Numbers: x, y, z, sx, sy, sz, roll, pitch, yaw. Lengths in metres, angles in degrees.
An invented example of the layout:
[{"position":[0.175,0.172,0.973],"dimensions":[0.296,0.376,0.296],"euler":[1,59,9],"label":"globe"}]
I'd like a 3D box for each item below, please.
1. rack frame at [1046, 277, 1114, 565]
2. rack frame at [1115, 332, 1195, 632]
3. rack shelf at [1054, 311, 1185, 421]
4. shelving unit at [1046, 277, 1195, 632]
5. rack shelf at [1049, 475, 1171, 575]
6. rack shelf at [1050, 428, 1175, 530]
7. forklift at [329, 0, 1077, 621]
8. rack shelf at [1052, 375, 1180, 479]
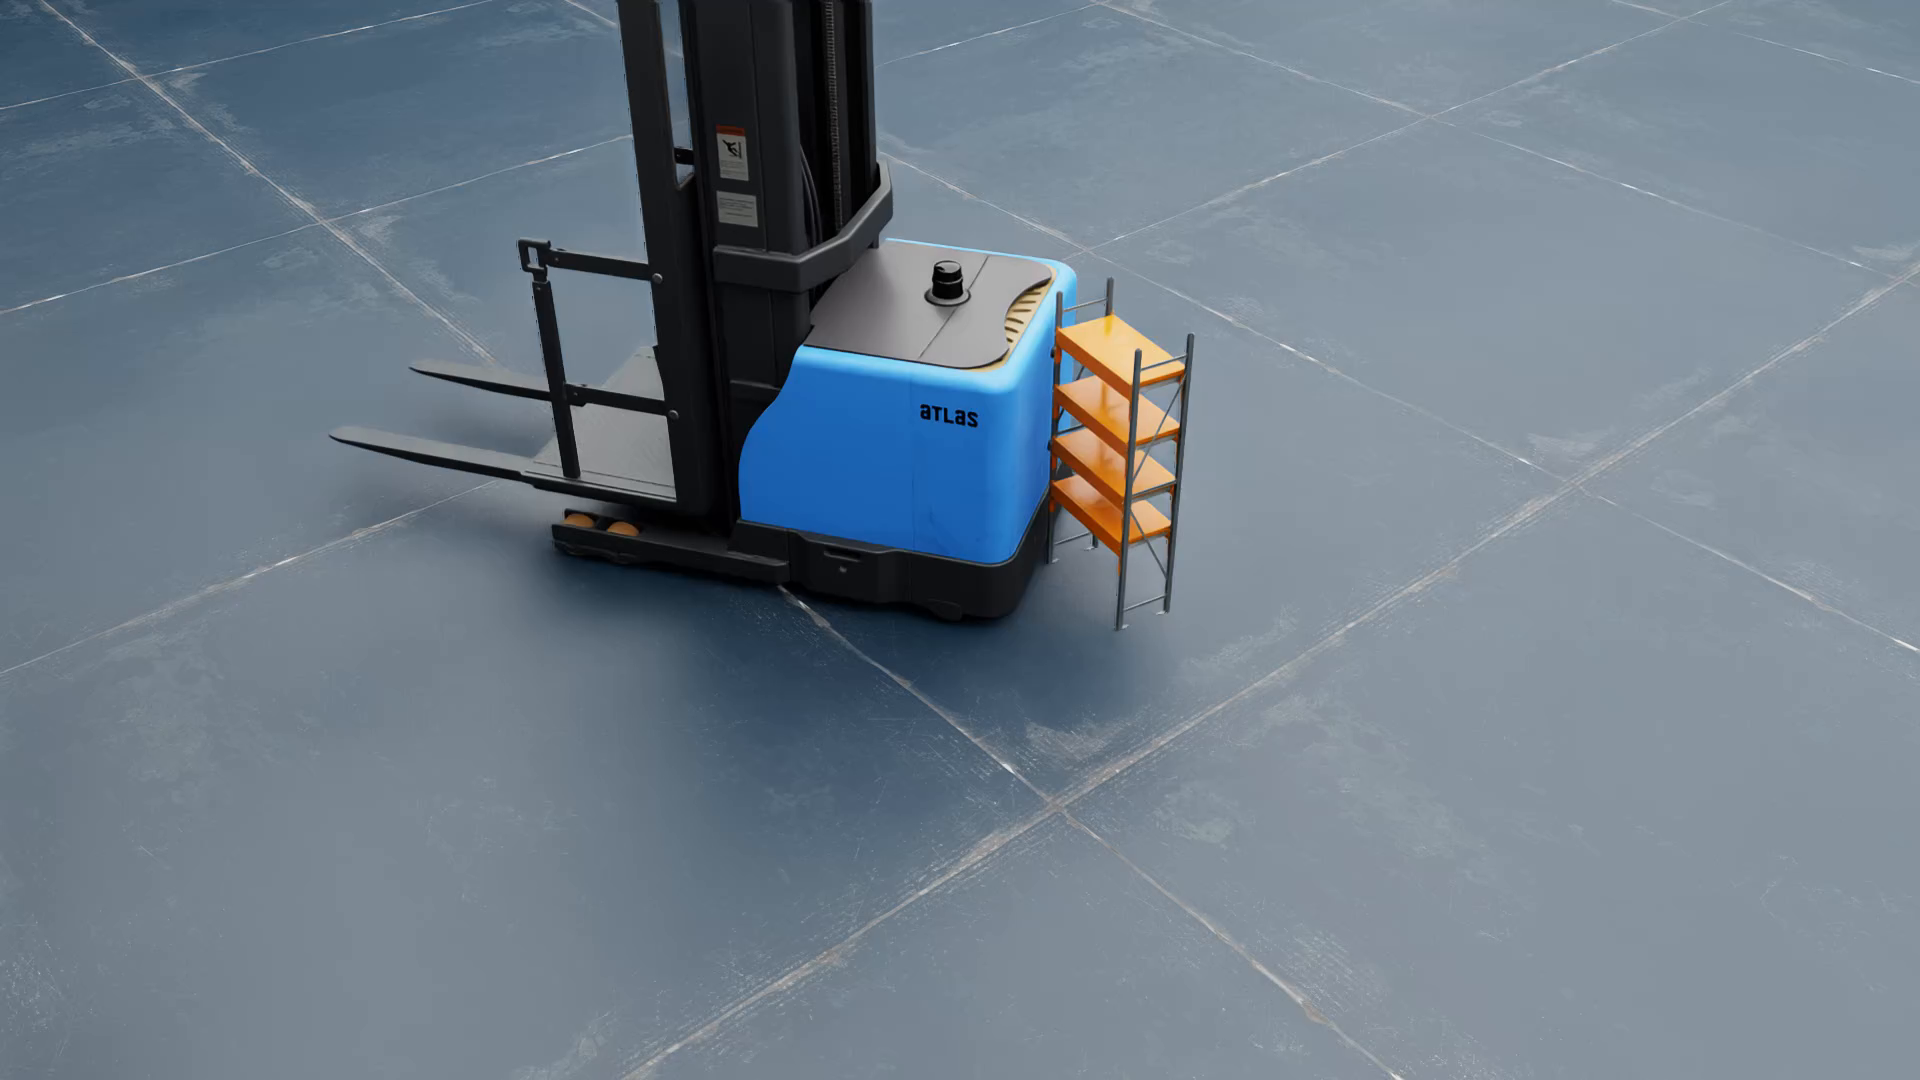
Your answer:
[{"position":[0.450,-0.426,6.314],"dimensions":[0.240,1.200,0.015],"euler":[-18,39,-24],"label":"rack frame"},{"position":[0.694,-0.182,5.969],"dimensions":[0.240,1.200,0.015],"euler":[-18,39,-24],"label":"rack frame"},{"position":[0.572,-0.625,5.914],"dimensions":[0.258,0.148,0.480],"euler":[-18,39,-24],"label":"rack shelf"},{"position":[0.572,-0.304,6.141],"dimensions":[0.258,1.200,0.503],"euler":[-18,39,-24],"label":"shelving unit"},{"position":[0.572,-0.087,6.295],"dimensions":[0.258,0.148,0.480],"euler":[-18,39,-24],"label":"rack shelf"},{"position":[0.572,-0.249,6.180],"dimensions":[0.258,0.148,0.480],"euler":[-18,39,-24],"label":"rack shelf"},{"position":[-1.111,-1.379,6.161],"dimensions":[3.031,2.935,1.130],"euler":[10,37,14],"label":"forklift"},{"position":[0.572,-0.432,6.051],"dimensions":[0.258,0.148,0.480],"euler":[-18,39,-24],"label":"rack shelf"}]
